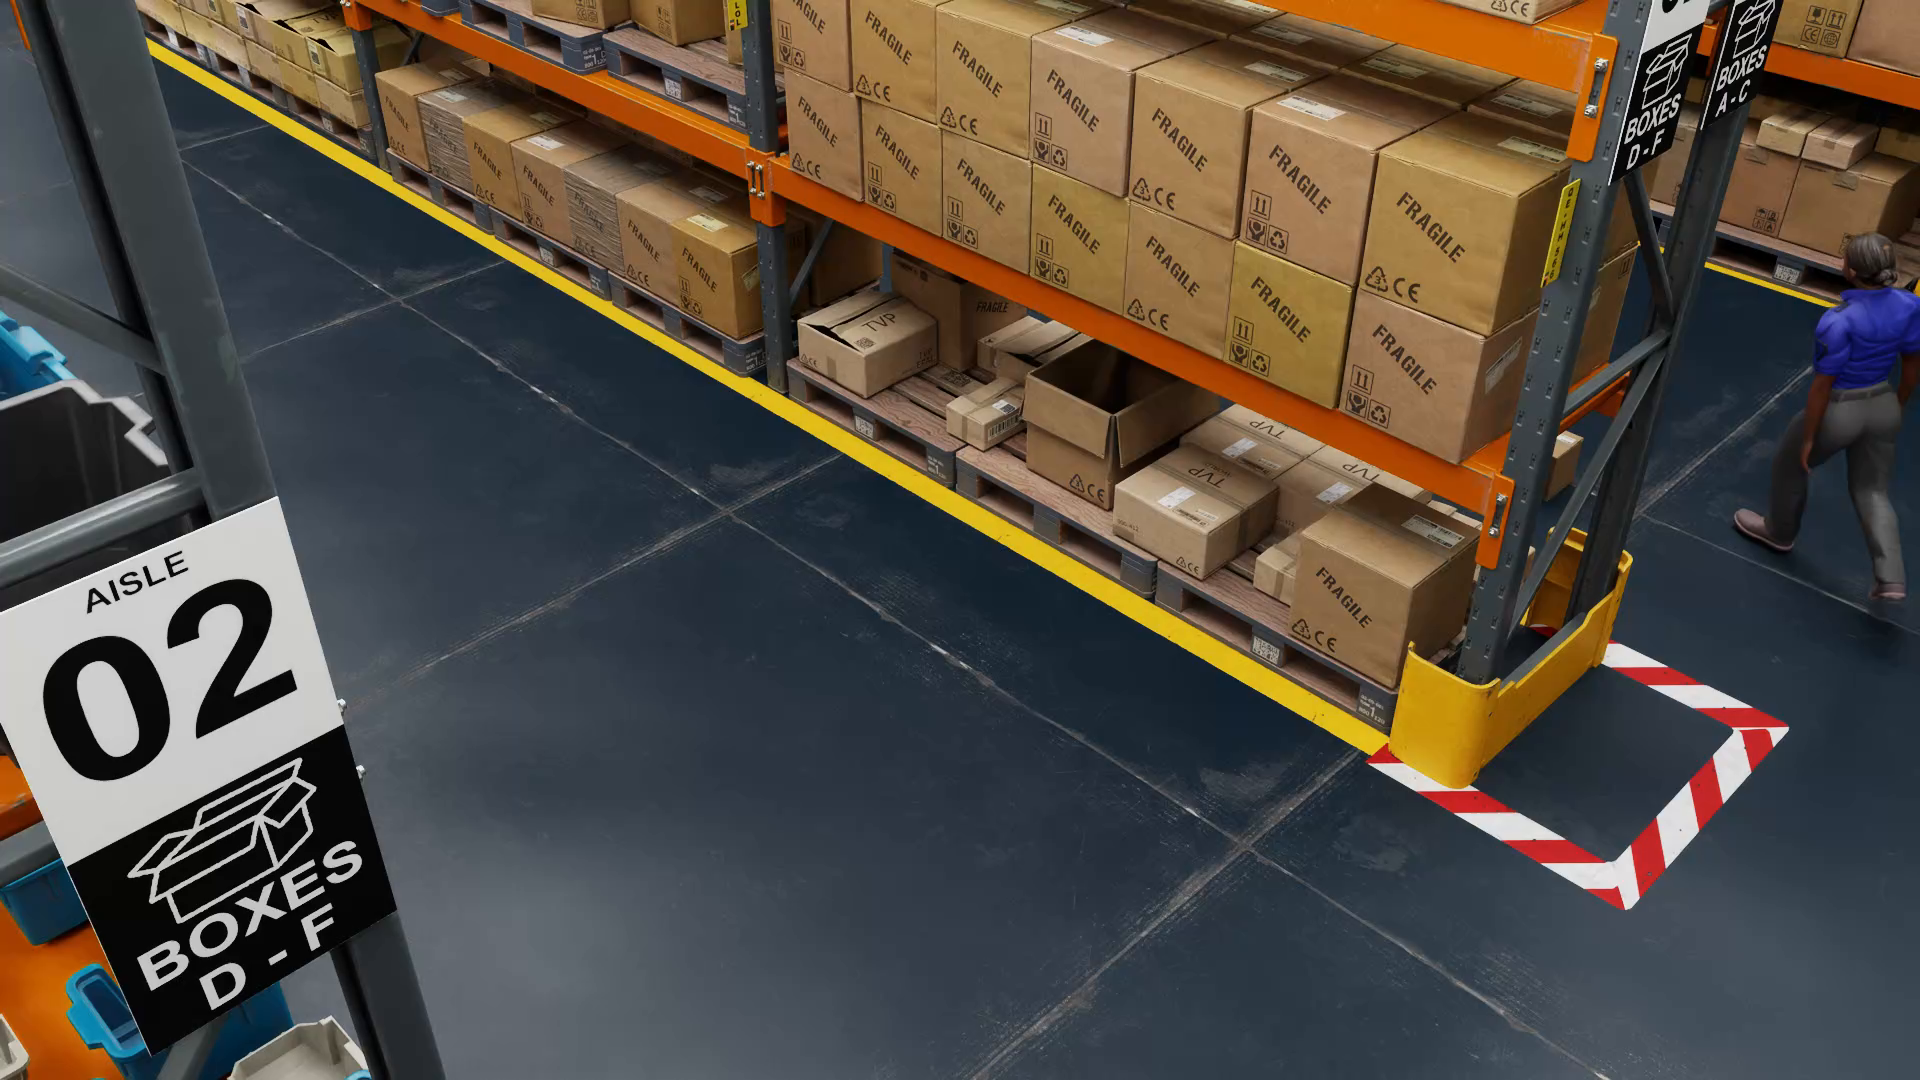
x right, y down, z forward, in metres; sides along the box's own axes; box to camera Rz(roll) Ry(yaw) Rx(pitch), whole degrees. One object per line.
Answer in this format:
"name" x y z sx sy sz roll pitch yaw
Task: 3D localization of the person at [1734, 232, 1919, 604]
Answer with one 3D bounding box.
"person" 3.688 -0.488 6.841 0.541 1.602 0.922 -9 37 -12
